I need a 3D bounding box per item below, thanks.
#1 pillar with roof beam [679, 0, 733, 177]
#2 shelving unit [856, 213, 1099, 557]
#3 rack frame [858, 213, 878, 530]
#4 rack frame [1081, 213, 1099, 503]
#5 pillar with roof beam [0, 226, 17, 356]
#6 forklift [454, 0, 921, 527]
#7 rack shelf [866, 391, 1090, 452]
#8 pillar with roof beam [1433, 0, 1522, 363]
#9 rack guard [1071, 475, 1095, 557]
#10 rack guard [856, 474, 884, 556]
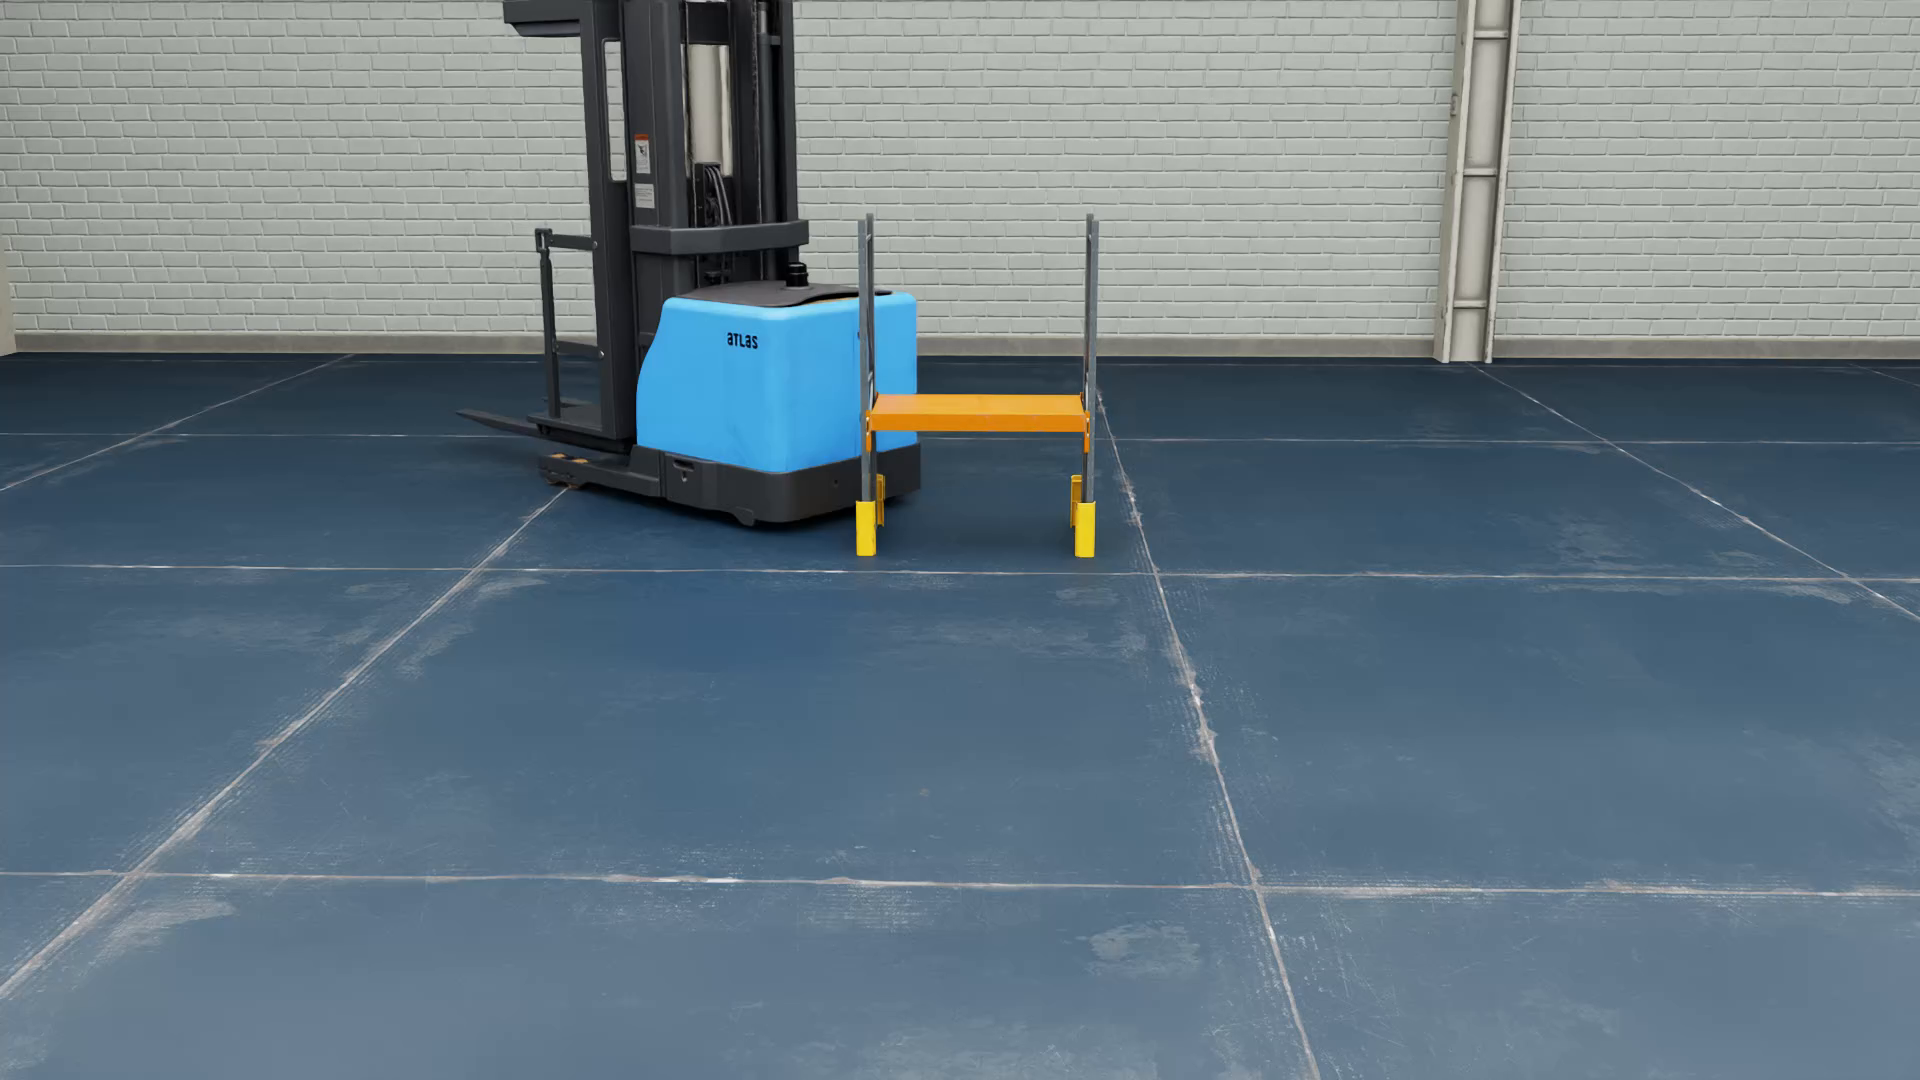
[{"bbox_3d":[-2.092,-4.734,8.145,0.400,9.000,9.100,0,15,1],"label":"pillar with roof beam"},{"bbox_3d":[0.076,-0.725,7.647,1.083,1.500,0.587,0,15,1],"label":"shelving unit"},{"bbox_3d":[-0.423,-0.728,7.659,0.032,1.500,0.500,0,15,1],"label":"rack frame"},{"bbox_3d":[0.593,-0.721,7.634,0.032,1.500,0.500,0,15,1],"label":"rack frame"},{"bbox_3d":[-8.090,-4.773,8.293,0.400,9.000,9.100,0,15,1],"label":"pillar with roof beam"},{"bbox_3d":[-1.642,-1.773,8.816,3.031,2.935,1.130,13,19,40],"label":"forklift"},{"bbox_3d":[0.085,-0.551,7.692,1.000,0.185,0.538,0,15,1],"label":"rack shelf"},{"bbox_3d":[3.906,-4.695,7.996,0.400,9.000,9.100,0,15,1],"label":"pillar with roof beam"},{"bbox_3d":[0.574,-0.117,7.794,0.087,0.250,0.587,0,15,1],"label":"rack guard"},{"bbox_3d":[-0.422,-0.124,7.819,0.087,0.250,0.587,0,15,1],"label":"rack guard"}]
